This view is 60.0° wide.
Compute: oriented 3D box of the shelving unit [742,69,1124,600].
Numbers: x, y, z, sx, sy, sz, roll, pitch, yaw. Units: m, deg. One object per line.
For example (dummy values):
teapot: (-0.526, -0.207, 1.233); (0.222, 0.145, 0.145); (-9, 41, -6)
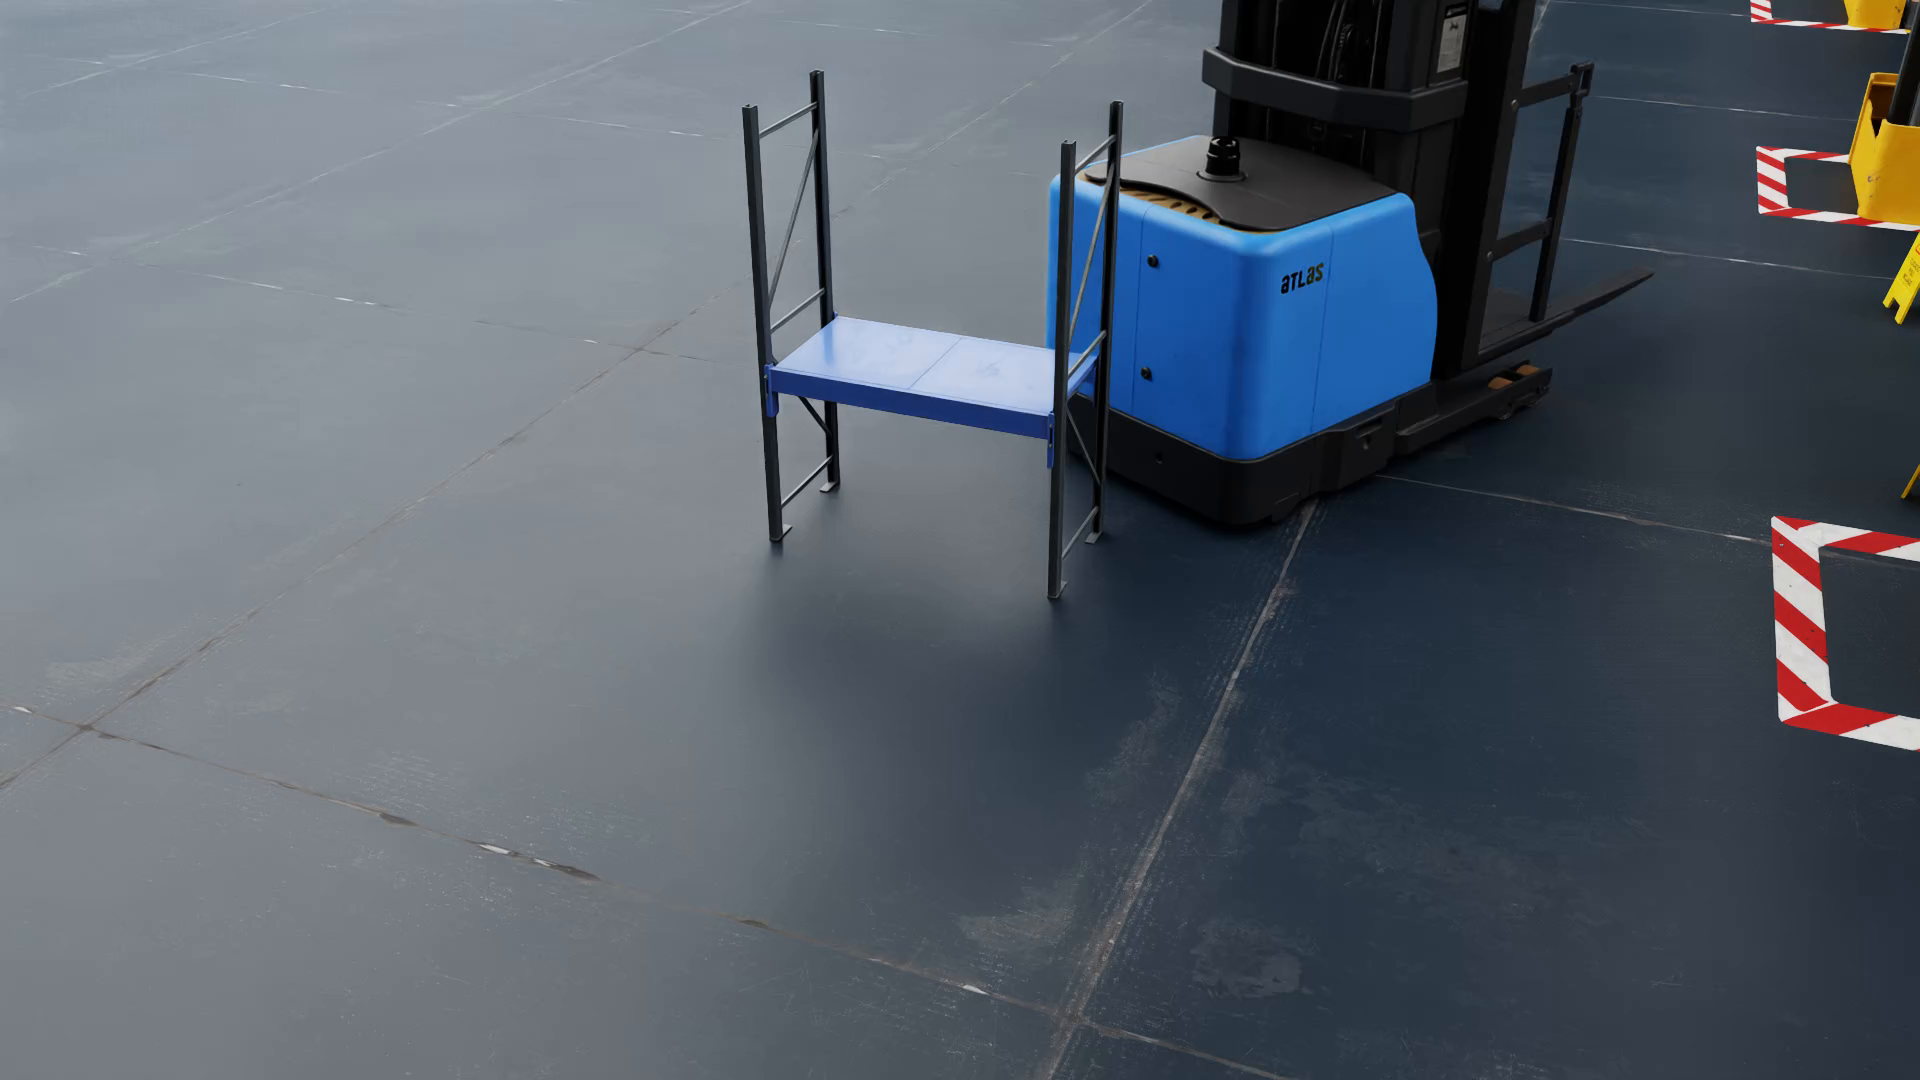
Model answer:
shelving unit: (-0.079, -0.669, 5.409); (1.048, 1.500, 0.538); (11, 31, 19)

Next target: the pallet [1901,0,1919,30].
pallet: (7.891, -4.070, 12.736); (1.213, 0.211, 1.003); (11, 31, 19)

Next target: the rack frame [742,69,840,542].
rack frame: (-0.550, -0.763, 5.575); (0.032, 1.500, 0.500); (11, 31, 19)

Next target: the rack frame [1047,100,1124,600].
rack frame: (0.392, -0.575, 5.242); (0.032, 1.500, 0.500); (11, 31, 19)

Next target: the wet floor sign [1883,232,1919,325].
wet floor sign: (4.351, -1.299, 7.393); (0.232, 0.644, 0.267); (6, 30, 11)

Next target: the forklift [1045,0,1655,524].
forklift: (1.746, -1.926, 6.179); (3.031, 2.935, 1.130); (-23, 37, -35)

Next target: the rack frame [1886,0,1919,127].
rack frame: (5.122, -3.222, 8.401); (0.127, 3.000, 1.000); (11, 31, 19)

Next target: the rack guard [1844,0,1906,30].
rack guard: (7.151, -4.362, 12.959); (0.348, 0.500, 1.175); (11, 31, 19)

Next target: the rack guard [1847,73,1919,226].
rack guard: (5.100, -2.138, 9.024); (0.348, 0.500, 1.175); (11, 31, 19)

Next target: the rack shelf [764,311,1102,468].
rack shelf: (-0.079, -0.512, 5.497); (1.000, 0.185, 0.538); (11, 31, 19)

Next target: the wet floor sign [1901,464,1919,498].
wet floor sign: (3.581, -0.444, 5.880); (0.232, 0.644, 0.267); (24, 37, 36)
